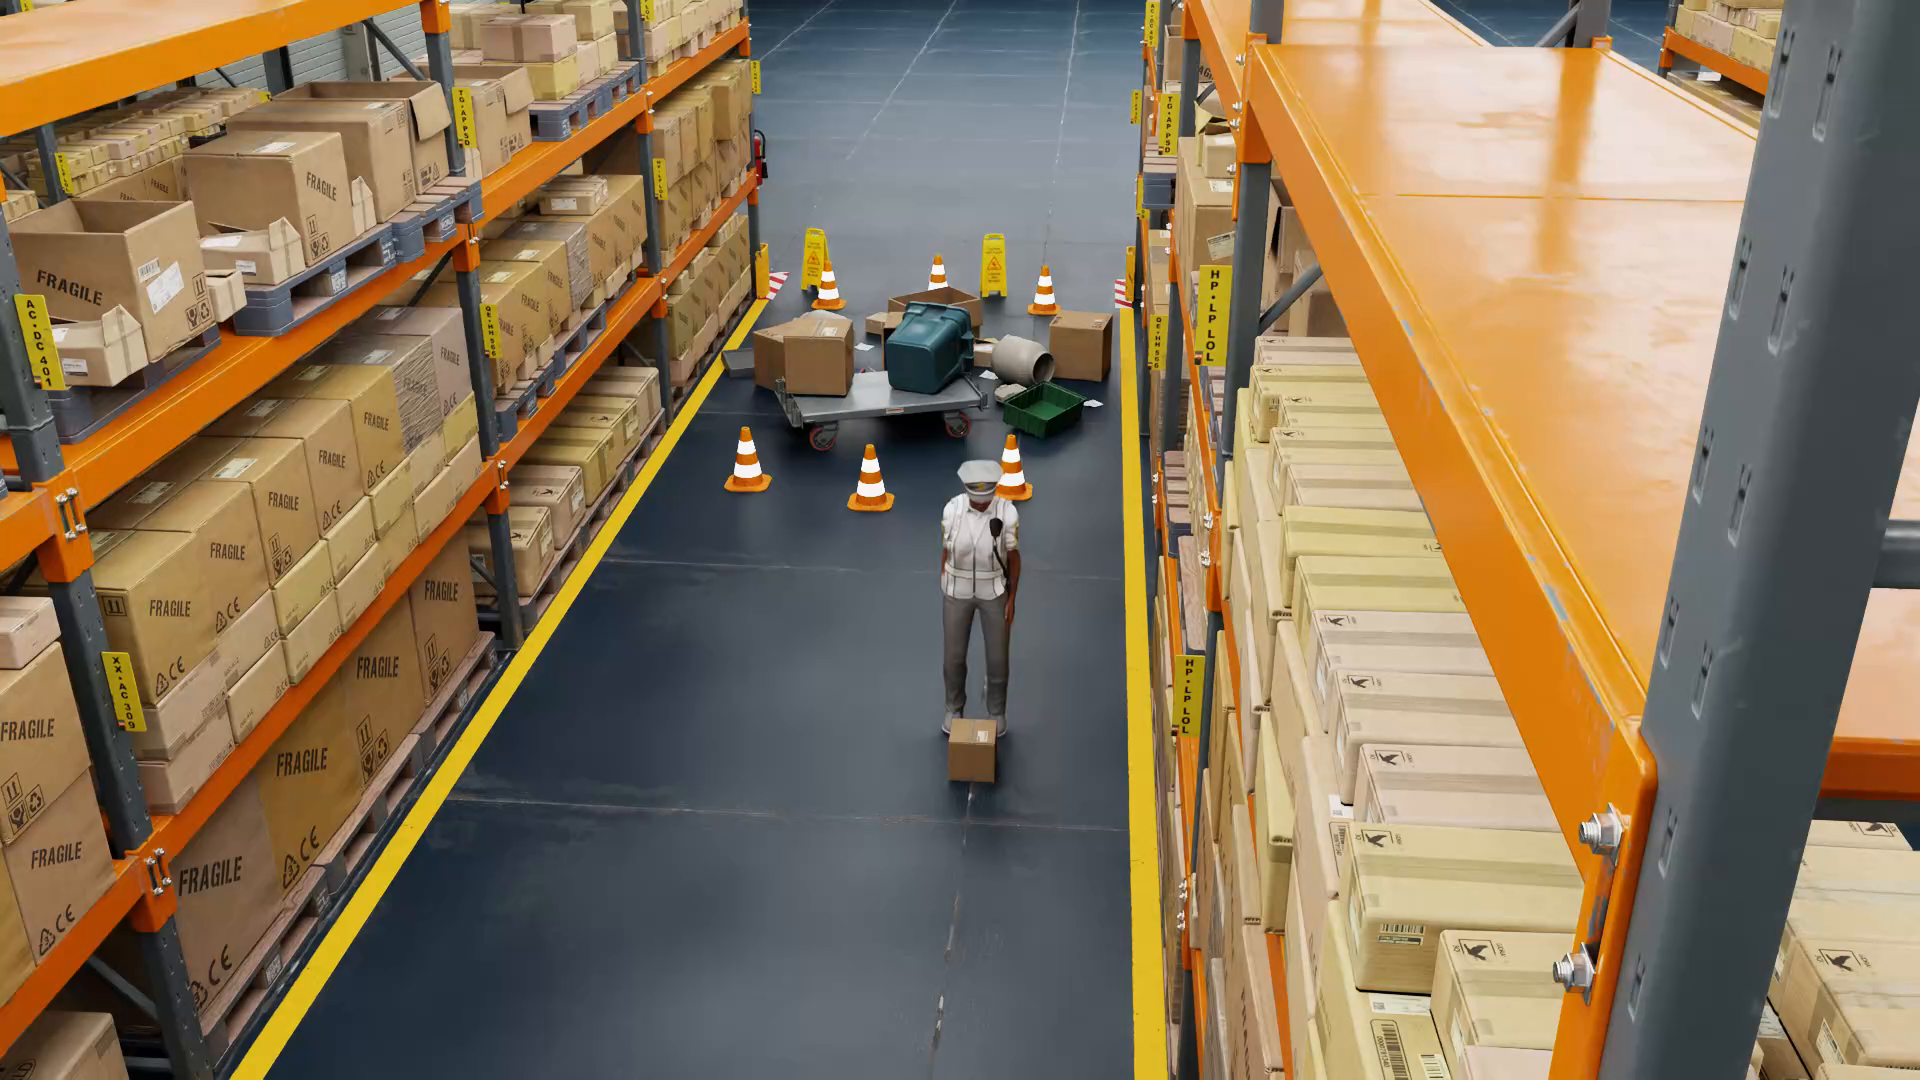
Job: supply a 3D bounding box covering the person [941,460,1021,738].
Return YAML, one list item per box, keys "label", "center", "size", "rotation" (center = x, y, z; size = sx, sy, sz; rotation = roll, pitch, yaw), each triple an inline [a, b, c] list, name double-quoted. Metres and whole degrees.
- label: "person"
  center: [0.114, 0.328, 9.309]
  size: [0.444, 1.649, 0.365]
  rotation: [2, 25, 5]
